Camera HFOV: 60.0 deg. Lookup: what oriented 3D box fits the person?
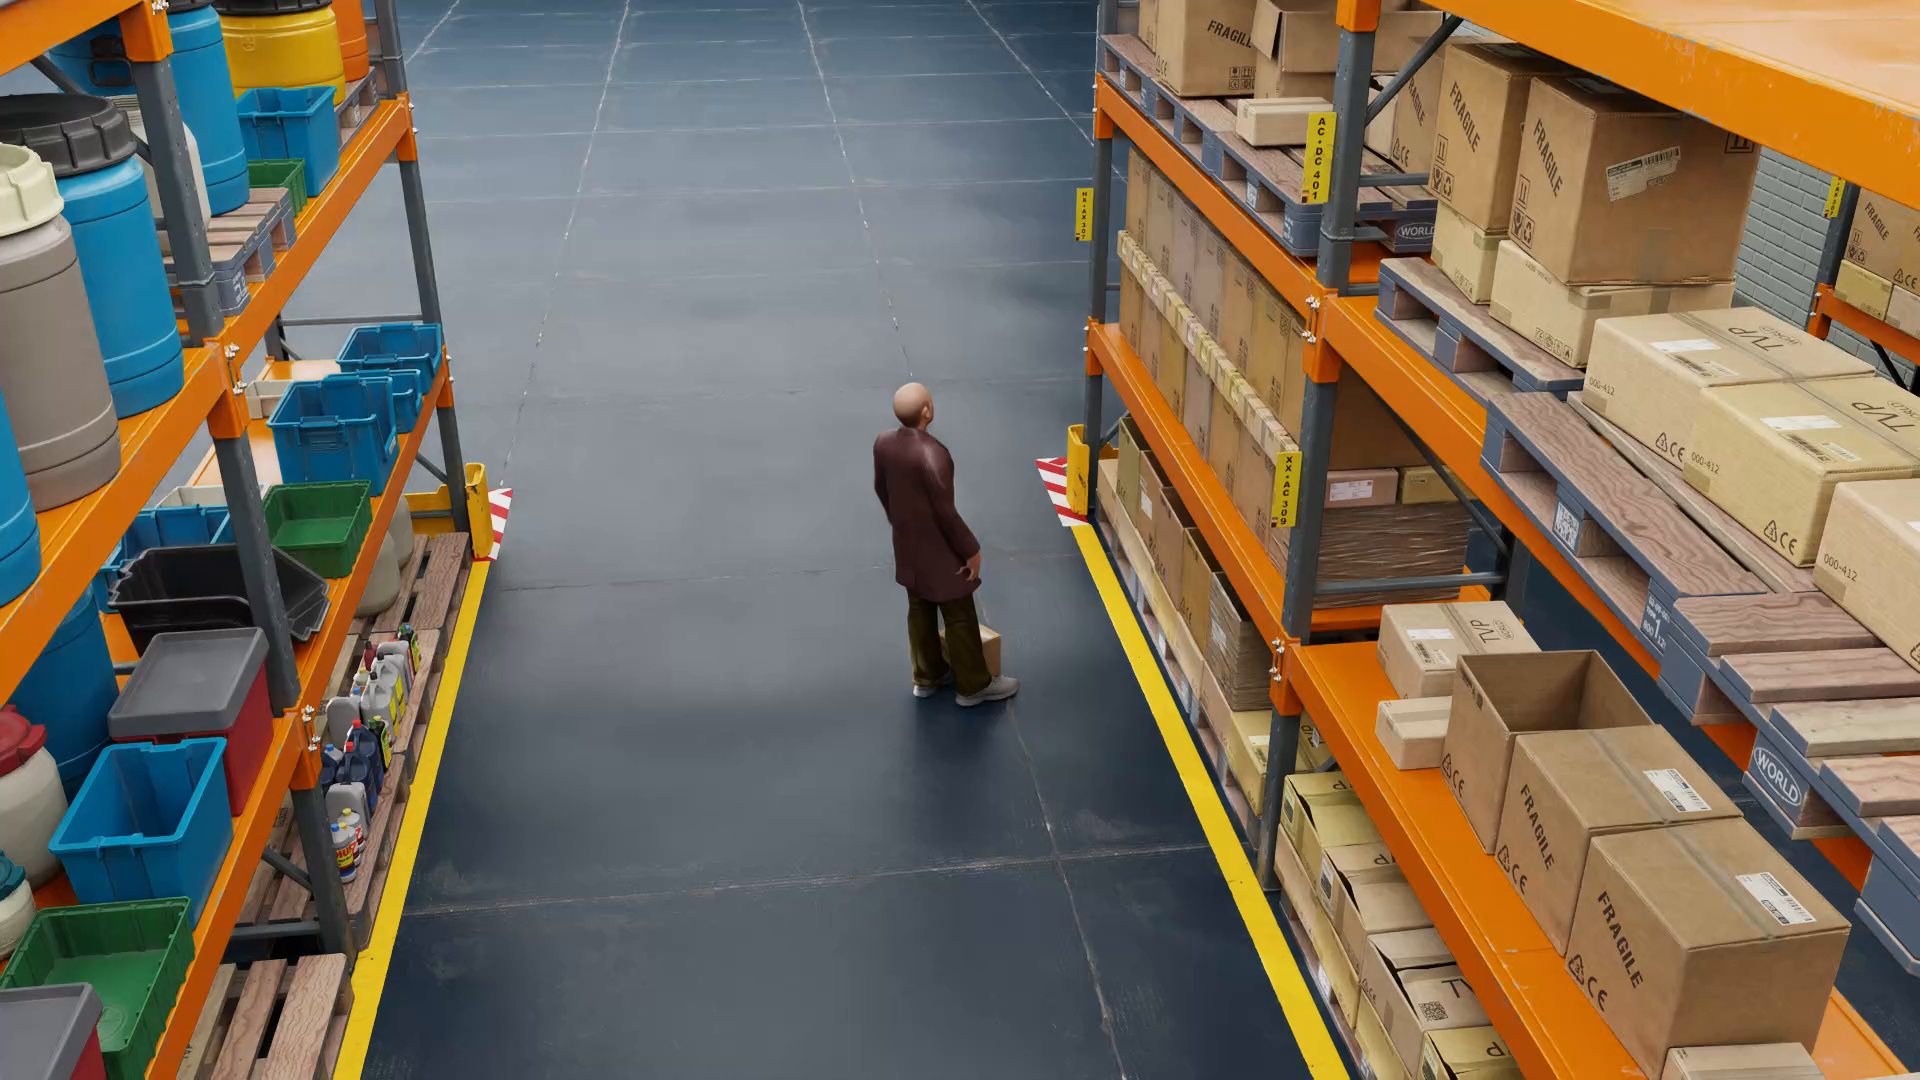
[{"bbox_3d":[-0.086,-0.002,8.618,0.582,1.776,0.693,-21,33,-35],"label":"person"}]
